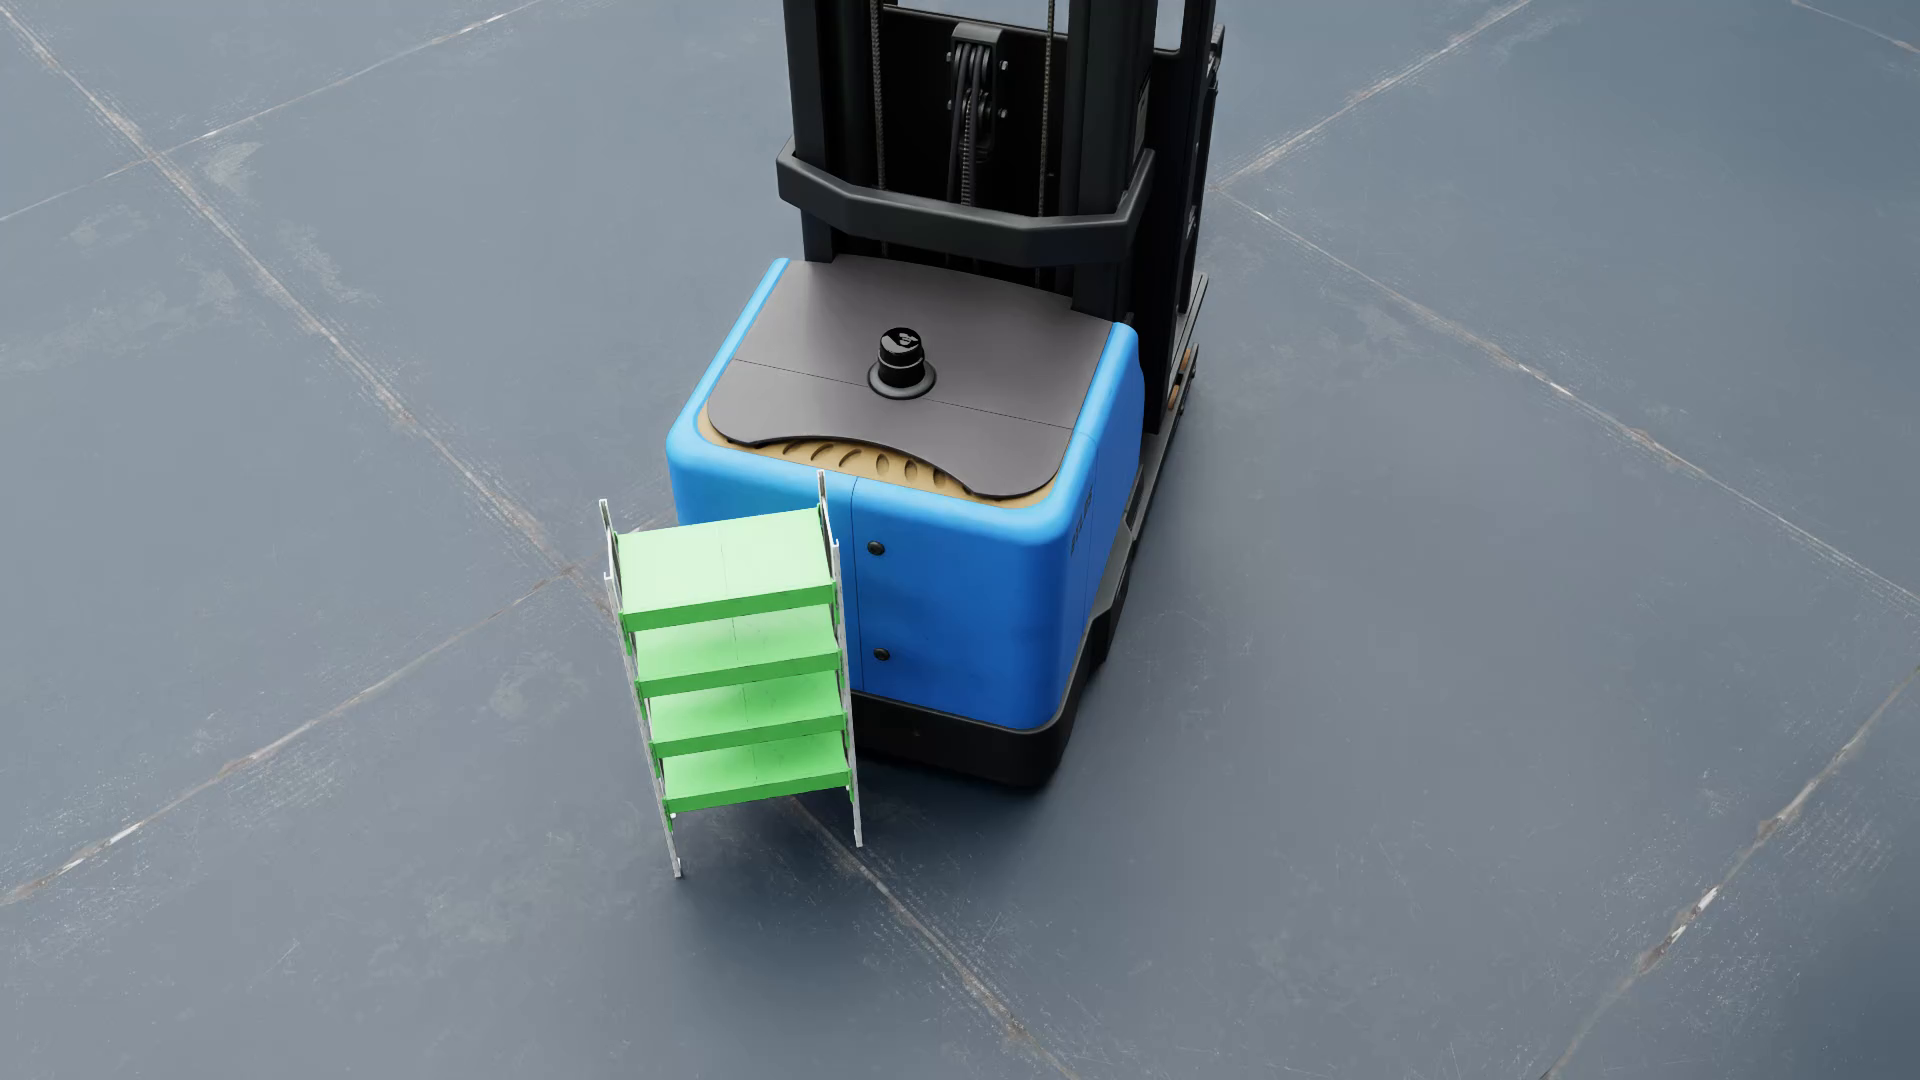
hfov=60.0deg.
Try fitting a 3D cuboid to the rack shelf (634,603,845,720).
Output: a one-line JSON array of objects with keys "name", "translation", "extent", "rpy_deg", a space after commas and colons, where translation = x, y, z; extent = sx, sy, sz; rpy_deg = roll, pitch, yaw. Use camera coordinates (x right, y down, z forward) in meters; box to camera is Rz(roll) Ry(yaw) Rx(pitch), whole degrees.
[{"name": "rack shelf", "translation": [-0.533, 0.249, 3.964], "extent": [0.480, 0.148, 0.258], "rpy_deg": [-8, 48, -7]}]

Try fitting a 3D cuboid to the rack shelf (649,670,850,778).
[{"name": "rack shelf", "translation": [-0.533, 0.412, 4.140], "extent": [0.480, 0.148, 0.258], "rpy_deg": [-8, 48, -7]}]

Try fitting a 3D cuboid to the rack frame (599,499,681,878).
[{"name": "rack frame", "translation": [-0.772, 0.403, 4.062], "extent": [0.015, 1.200, 0.240], "rpy_deg": [-8, 48, -7]}]

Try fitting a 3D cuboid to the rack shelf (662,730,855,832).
[{"name": "rack shelf", "translation": [-0.533, 0.575, 4.317], "extent": [0.480, 0.148, 0.258], "rpy_deg": [-8, 48, -7]}]

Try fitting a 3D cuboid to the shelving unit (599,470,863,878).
[{"name": "shelving unit", "translation": [-0.533, 0.369, 4.093], "extent": [0.503, 1.200, 0.258], "rpy_deg": [-8, 48, -7]}]

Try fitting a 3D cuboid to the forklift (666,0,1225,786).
[{"name": "forklift", "translation": [0.182, -1.432, 4.577], "extent": [1.130, 2.935, 3.031], "rpy_deg": [13, 49, 11]}]

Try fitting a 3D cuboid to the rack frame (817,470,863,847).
[{"name": "rack frame", "translation": [-0.293, 0.335, 4.125], "extent": [0.015, 1.200, 0.240], "rpy_deg": [-8, 48, -7]}]

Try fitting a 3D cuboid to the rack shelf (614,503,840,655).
[{"name": "rack shelf", "translation": [-0.533, 0.087, 3.787], "extent": [0.480, 0.148, 0.258], "rpy_deg": [-8, 48, -7]}]
